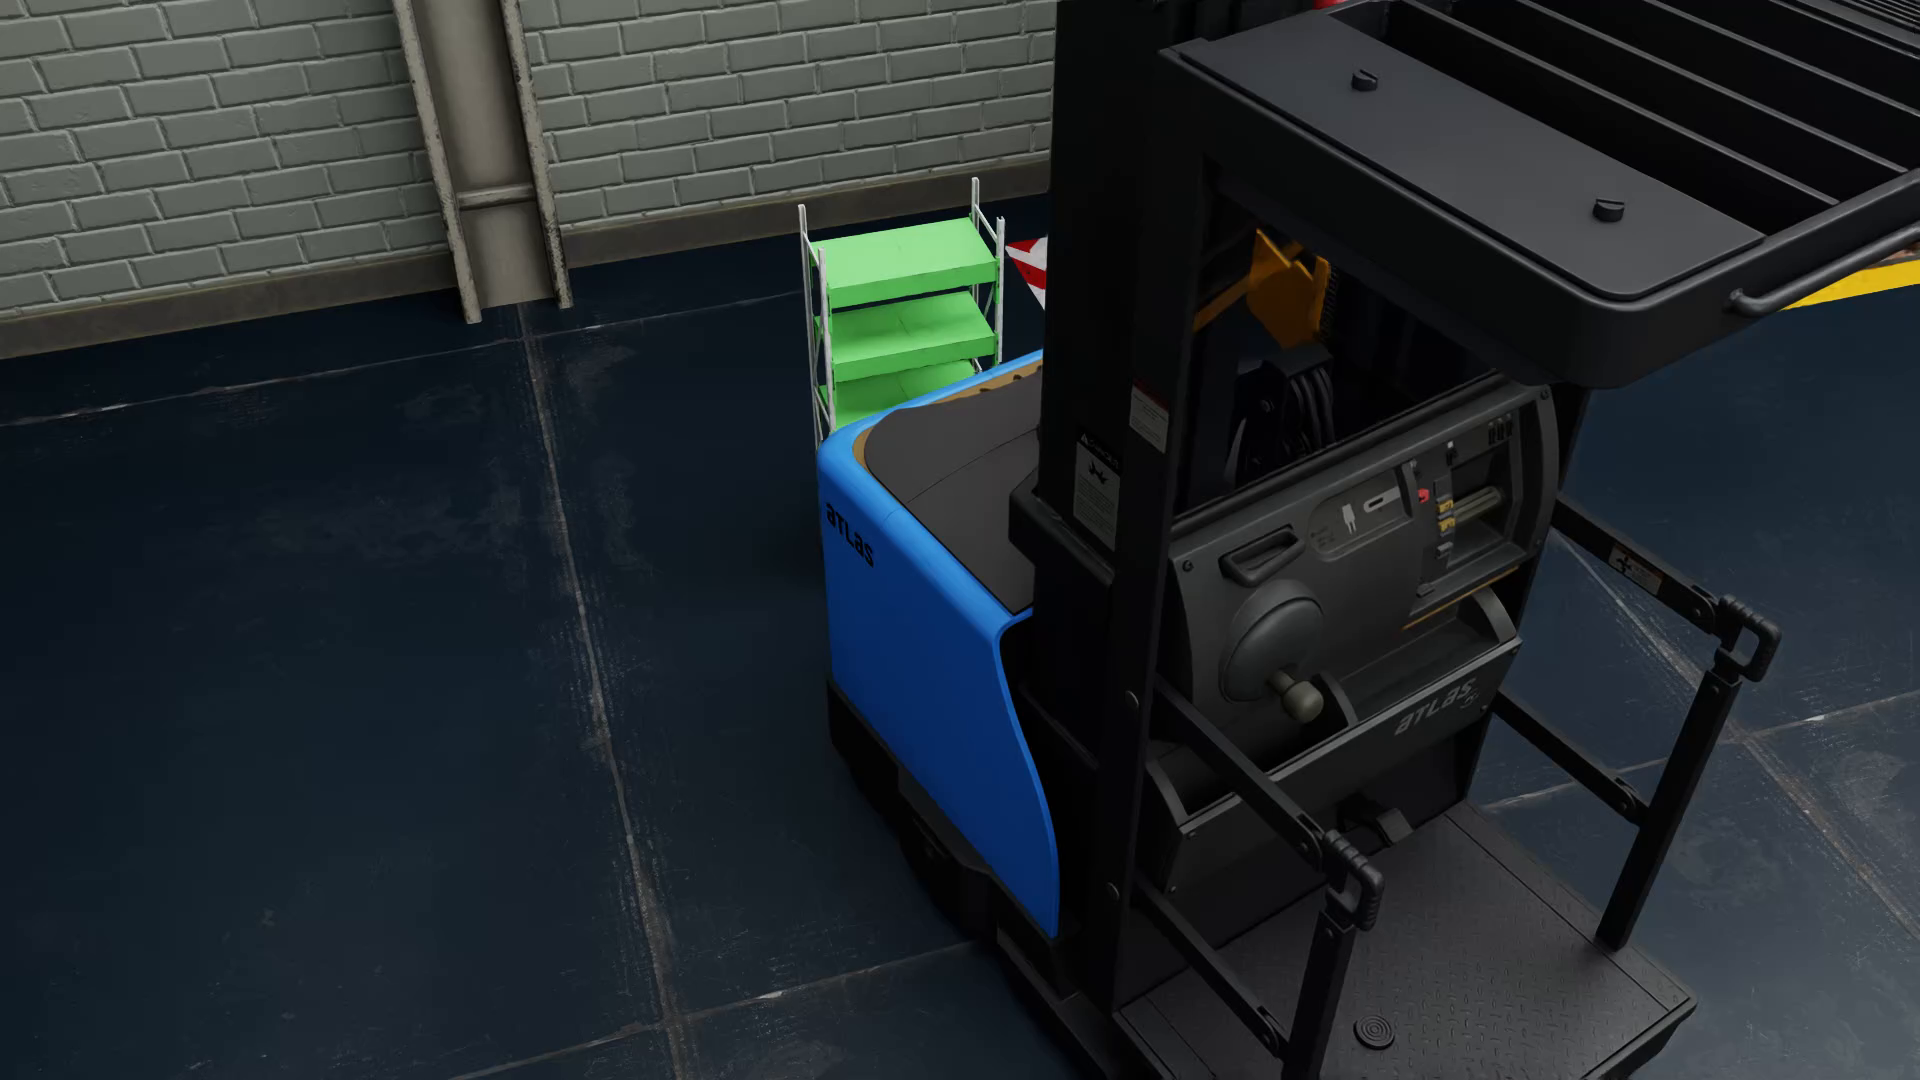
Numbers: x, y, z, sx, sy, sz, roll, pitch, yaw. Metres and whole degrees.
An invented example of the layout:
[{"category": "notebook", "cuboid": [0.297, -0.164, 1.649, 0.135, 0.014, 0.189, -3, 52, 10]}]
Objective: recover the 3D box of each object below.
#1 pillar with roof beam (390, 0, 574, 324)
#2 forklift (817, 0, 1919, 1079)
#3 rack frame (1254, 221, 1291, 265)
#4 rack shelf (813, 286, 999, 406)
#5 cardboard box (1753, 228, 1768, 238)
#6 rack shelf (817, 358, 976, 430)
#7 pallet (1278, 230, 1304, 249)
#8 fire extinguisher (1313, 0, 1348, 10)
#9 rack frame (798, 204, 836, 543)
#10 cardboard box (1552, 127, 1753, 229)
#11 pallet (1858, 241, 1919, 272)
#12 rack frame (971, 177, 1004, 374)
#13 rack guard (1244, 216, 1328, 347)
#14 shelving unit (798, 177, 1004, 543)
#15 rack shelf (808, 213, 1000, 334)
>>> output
[{"category": "pillar with roof beam", "cuboid": [-0.395, -1.623, 0.268, 0.400, 9.000, 9.100, -12, 42, -13]}, {"category": "forklift", "cuboid": [0.883, 0.091, 2.918, 1.130, 2.935, 3.031, -24, 46, -25]}, {"category": "rack frame", "cuboid": [1.155, -2.033, 5.297, 0.127, 3.000, 1.000, -12, 42, -13]}, {"category": "rack shelf", "cuboid": [-0.158, -0.552, 4.702, 0.480, 0.148, 0.258, -12, 42, -13]}, {"category": "cardboard box", "cuboid": [3.128, -1.497, 6.264, 0.500, 0.500, 0.500, -11, 42, -12]}, {"category": "rack shelf", "cuboid": [-0.158, -0.371, 4.860, 0.480, 0.148, 0.258, -12, 42, -13]}, {"category": "pallet", "cuboid": [1.987, -1.156, 6.413, 1.213, 0.211, 1.003, -12, 42, -13]}, {"category": "fire extinguisher", "cuboid": [1.153, -1.544, 5.080, 0.183, 0.674, 0.296, -12, 42, -13]}, {"category": "rack frame", "cuboid": [-0.391, -0.371, 4.763, 0.015, 1.200, 0.240, -12, 42, -13]}, {"category": "cardboard box", "cuboid": [2.593, -1.455, 6.217, 0.500, 0.500, 0.700, -10, 42, -11]}, {"category": "pallet", "cuboid": [3.149, -1.394, 6.686, 1.213, 0.211, 1.003, -12, 42, -13]}, {"category": "rack frame", "cuboid": [0.075, -0.467, 4.873, 0.015, 1.200, 0.240, -12, 42, -13]}, {"category": "rack guard", "cuboid": [1.227, -1.106, 6.136, 0.348, 0.500, 1.175, -12, 42, -13]}, {"category": "shelving unit", "cuboid": [-0.158, -0.419, 4.818, 0.503, 1.200, 0.258, -12, 42, -13]}, {"category": "rack shelf", "cuboid": [-0.158, -0.732, 4.544, 0.480, 0.148, 0.258, -12, 42, -13]}]
